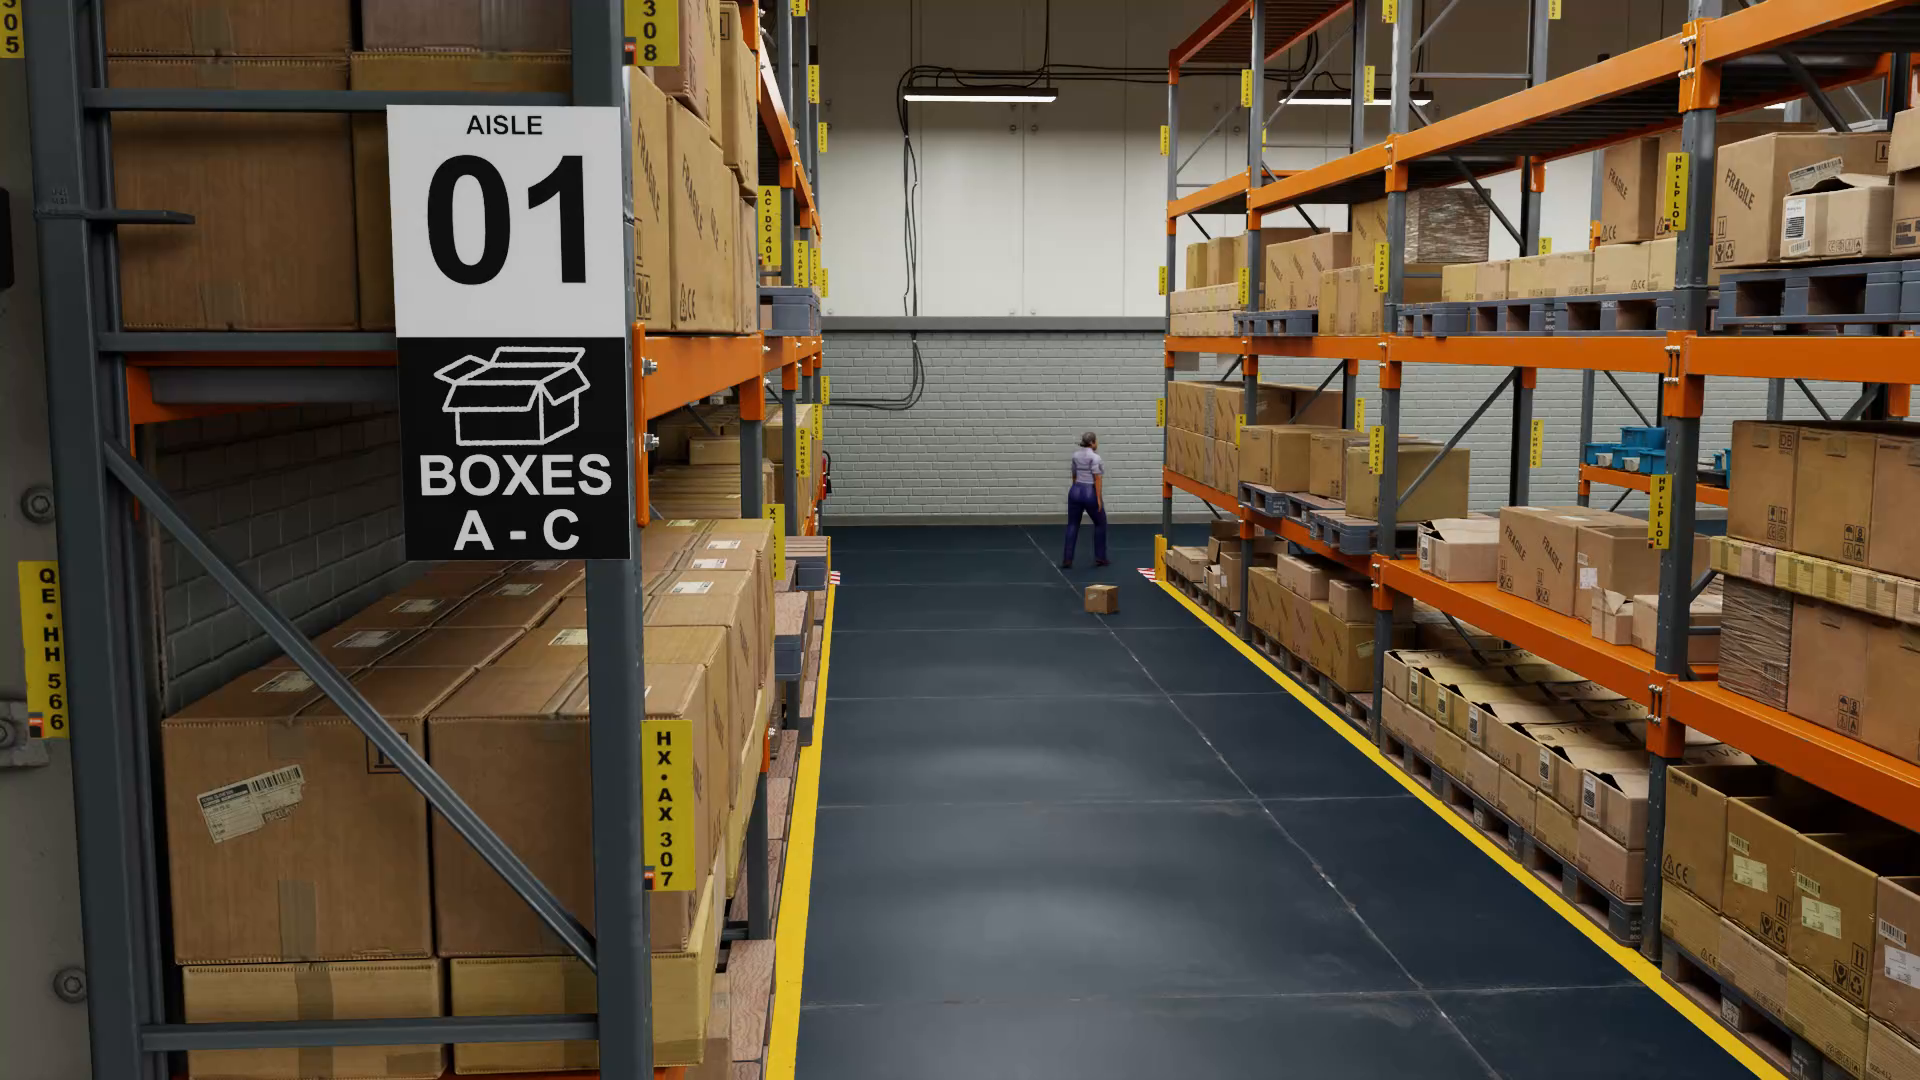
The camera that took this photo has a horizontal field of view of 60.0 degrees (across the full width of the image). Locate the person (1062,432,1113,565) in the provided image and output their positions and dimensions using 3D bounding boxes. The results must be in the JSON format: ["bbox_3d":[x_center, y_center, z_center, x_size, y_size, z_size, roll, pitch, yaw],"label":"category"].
[{"bbox_3d":[1.569,-0.491,20.355,0.537,1.673,0.678,5,9,35],"label":"person"}]
